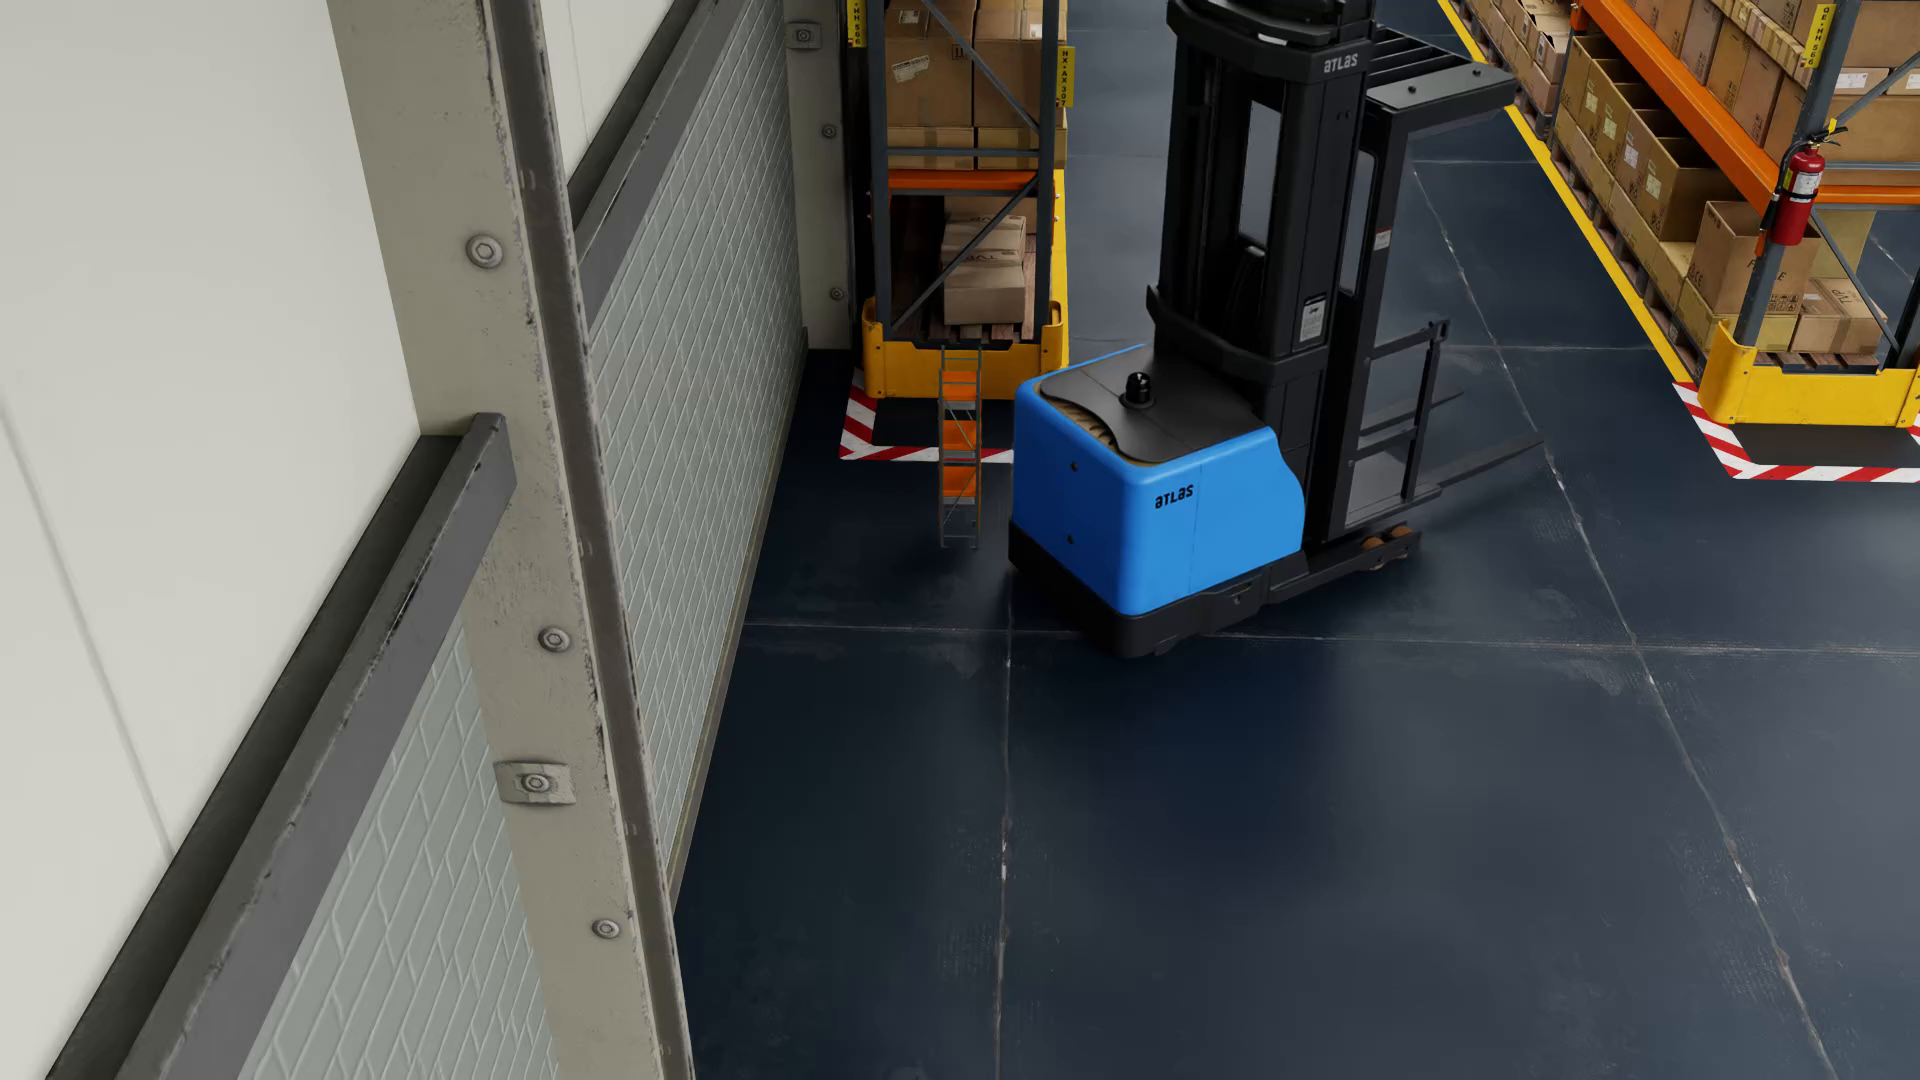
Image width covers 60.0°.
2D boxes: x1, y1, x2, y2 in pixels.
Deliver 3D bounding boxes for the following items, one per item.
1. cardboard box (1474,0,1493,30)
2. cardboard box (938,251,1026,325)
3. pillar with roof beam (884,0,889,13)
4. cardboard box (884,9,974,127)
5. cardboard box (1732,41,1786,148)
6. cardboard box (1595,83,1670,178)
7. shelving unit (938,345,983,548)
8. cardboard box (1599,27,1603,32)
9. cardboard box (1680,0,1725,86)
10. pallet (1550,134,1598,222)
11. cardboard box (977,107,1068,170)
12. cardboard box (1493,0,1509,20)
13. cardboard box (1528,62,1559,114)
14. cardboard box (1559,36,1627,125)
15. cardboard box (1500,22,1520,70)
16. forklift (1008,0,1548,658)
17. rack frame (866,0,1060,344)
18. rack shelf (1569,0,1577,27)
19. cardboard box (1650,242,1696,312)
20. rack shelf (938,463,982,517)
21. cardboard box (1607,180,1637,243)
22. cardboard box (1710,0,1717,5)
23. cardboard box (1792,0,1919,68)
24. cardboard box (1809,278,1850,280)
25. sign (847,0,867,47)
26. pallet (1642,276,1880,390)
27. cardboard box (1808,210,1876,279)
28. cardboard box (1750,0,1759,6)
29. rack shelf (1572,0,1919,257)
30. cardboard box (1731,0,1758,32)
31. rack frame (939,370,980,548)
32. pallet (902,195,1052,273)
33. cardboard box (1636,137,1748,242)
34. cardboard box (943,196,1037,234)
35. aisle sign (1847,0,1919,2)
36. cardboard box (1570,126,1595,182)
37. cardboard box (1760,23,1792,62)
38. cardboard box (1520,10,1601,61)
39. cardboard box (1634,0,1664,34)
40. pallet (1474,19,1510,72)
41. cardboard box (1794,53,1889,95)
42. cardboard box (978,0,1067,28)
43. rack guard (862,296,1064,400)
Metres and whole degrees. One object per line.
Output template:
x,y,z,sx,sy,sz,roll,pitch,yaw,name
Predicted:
4.937,-4.765,14.893,0.500,0.250,0.500,0,35,1,cardboard box
0.132,-1.591,10.307,0.500,0.311,0.500,-2,35,-3,cardboard box
3.721,-8.340,12.737,9.100,9.000,0.400,1,35,2,pillar with roof beam
-0.179,-2.645,9.311,0.500,0.500,0.500,1,35,1,cardboard box
5.012,-2.614,9.720,0.700,0.500,0.500,2,35,3,cardboard box
4.753,-2.821,11.476,0.500,0.500,0.500,1,35,2,cardboard box
0.002,-0.460,8.438,0.215,1.050,0.252,1,35,2,shelving unit
5.416,-4.097,13.455,0.500,0.311,0.500,1,35,1,cardboard box
5.055,-3.202,10.556,0.700,0.500,0.500,2,35,3,cardboard box
5.051,-2.705,12.361,1.003,0.211,1.213,1,35,2,pallet
0.351,-2.336,9.523,0.500,0.250,0.500,0,35,1,cardboard box
4.915,-4.692,14.301,0.500,0.311,0.500,1,35,1,cardboard box
4.852,-3.593,13.226,0.500,0.250,0.500,1,35,1,cardboard box
4.793,-3.396,12.293,0.500,0.500,0.500,1,35,2,cardboard box
4.894,-4.178,14.058,0.500,0.250,0.500,2,35,3,cardboard box
1.766,-1.282,7.971,3.031,2.935,1.130,-20,40,-26,forklift
0.014,-2.116,9.097,1.000,3.000,0.127,1,35,2,rack frame
5.205,-5.156,14.049,1.077,0.370,4.000,1,35,2,rack shelf
4.698,-1.653,10.465,0.500,0.250,0.500,1,35,2,cardboard box
0.002,-0.224,8.603,0.215,0.259,0.240,1,35,2,rack shelf
4.739,-2.227,11.282,0.500,0.250,0.500,1,35,2,cardboard box
4.849,-3.425,10.309,0.380,0.149,0.250,1,35,1,cardboard box
4.998,-2.873,8.960,0.700,0.500,0.500,1,35,2,cardboard box
5.224,-1.641,10.447,0.500,0.250,0.500,1,35,2,cardboard box
-0.540,-2.743,8.708,0.100,0.325,0.005,1,35,2,sign
4.953,-1.303,10.366,1.003,0.211,1.213,1,35,2,pallet
5.226,-1.947,10.232,0.500,0.500,0.500,1,35,2,cardboard box
5.033,-3.465,9.803,0.700,0.500,0.500,1,35,2,cardboard box
5.044,-2.858,10.780,1.077,0.370,4.000,1,35,2,rack shelf
4.831,-3.126,9.884,0.380,0.149,0.250,2,35,3,cardboard box
-0.003,-0.390,8.338,0.200,1.050,0.008,1,35,2,rack frame
0.137,-2.184,11.619,1.003,0.211,1.213,1,35,2,pallet
4.714,-2.247,10.658,0.500,0.500,0.500,1,35,2,cardboard box
0.234,-2.416,11.316,0.700,0.500,0.500,-1,35,-1,cardboard box
4.668,-3.036,8.146,0.394,0.787,0.004,1,35,2,aisle sign
4.778,-2.802,12.100,0.500,0.250,0.500,1,35,2,cardboard box
4.808,-2.831,9.464,0.380,0.149,0.250,1,35,1,cardboard box
4.869,-4.116,13.482,0.500,0.311,0.500,2,35,3,cardboard box
5.098,-3.784,11.385,0.700,0.500,0.500,1,35,1,cardboard box
5.162,-4.288,14.613,1.003,0.211,1.213,1,35,2,pallet
4.789,-2.534,9.041,0.380,0.149,0.250,1,35,1,cardboard box
0.364,-2.920,9.703,0.500,0.500,0.500,1,35,2,cardboard box
0.017,-1.137,9.878,1.175,0.500,0.348,1,35,2,rack guard
